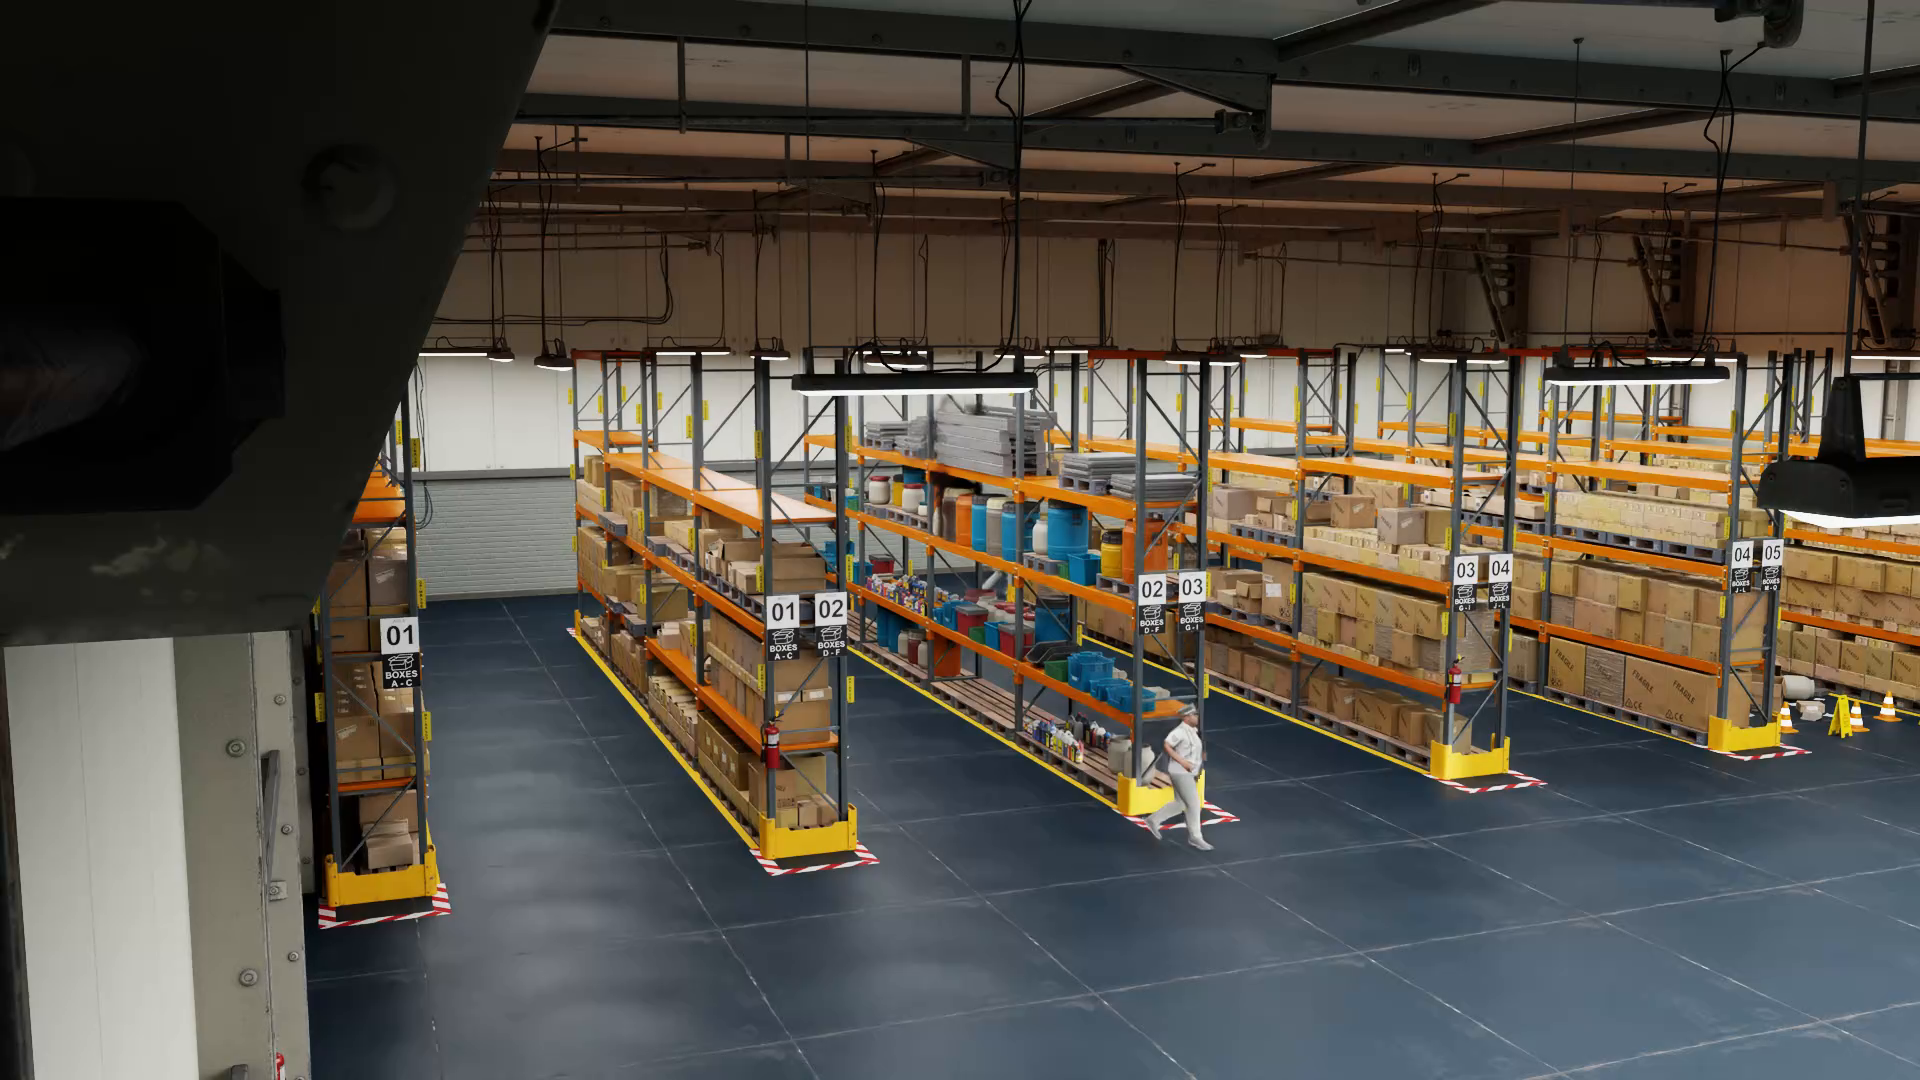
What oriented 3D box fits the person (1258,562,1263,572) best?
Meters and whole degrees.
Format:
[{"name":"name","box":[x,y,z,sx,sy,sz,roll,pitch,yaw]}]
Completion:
[{"name":"person","box":[7.583,0.468,41.003,0.585,1.598,0.614,7,10,43]}]

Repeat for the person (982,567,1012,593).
[{"name":"person","box":[0.996,0.500,39.915,0.924,1.824,0.725,-1,7,-10]}]

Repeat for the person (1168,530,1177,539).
[{"name":"person","box":[5.149,0.481,40.514,0.614,1.712,0.794,4,8,32]}]

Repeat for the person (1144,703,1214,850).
[{"name":"person","box":[2.799,2.905,20.735,0.850,1.780,0.696,3,8,20]}]
